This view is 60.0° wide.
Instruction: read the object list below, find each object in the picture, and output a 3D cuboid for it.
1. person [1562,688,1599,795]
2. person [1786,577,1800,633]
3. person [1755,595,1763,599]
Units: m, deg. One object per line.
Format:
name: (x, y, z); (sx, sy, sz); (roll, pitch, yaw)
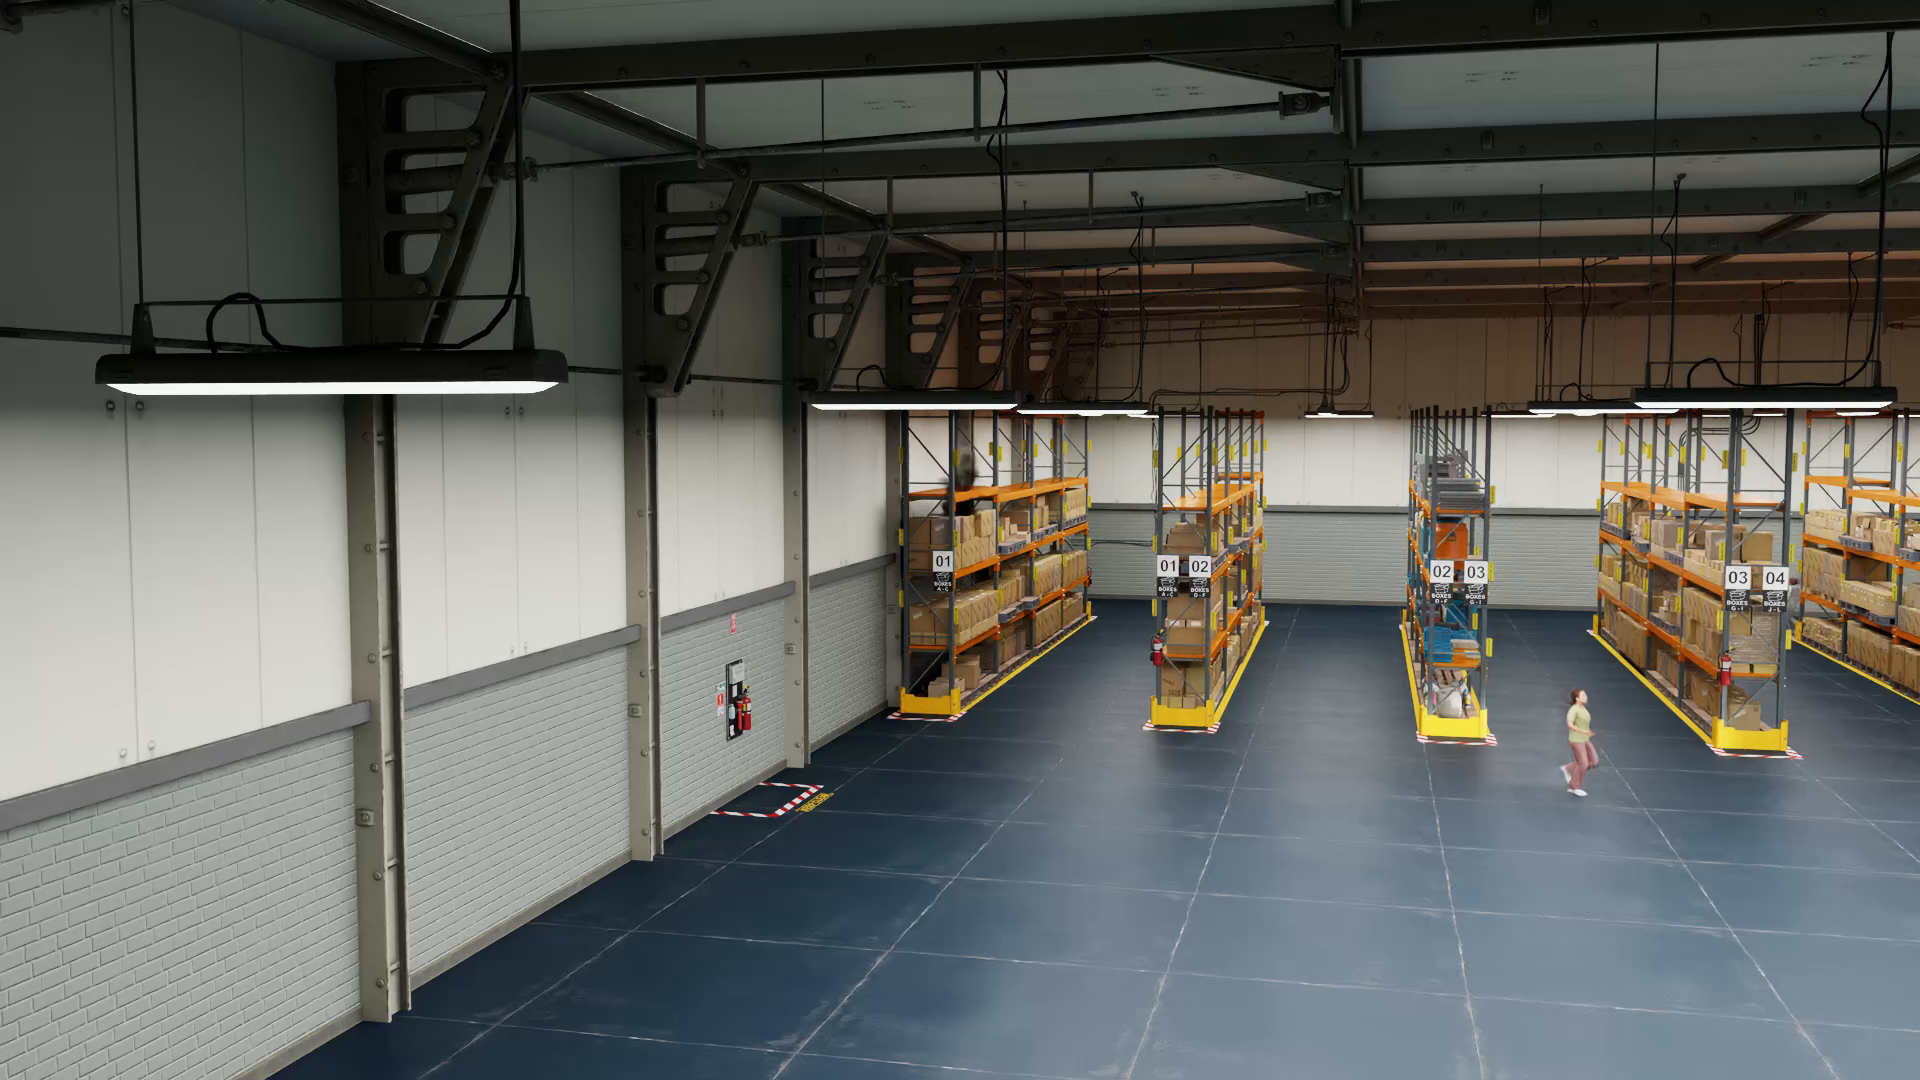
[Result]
person: (9.479, 3.082, 25.474); (0.560, 1.636, 0.617); (4, 5, 42)
person: (22.304, 1.758, 44.730); (0.612, 1.542, 0.751); (-3, 5, -36)
person: (21.220, 1.753, 44.209); (0.739, 1.611, 0.660); (-3, 5, -36)
